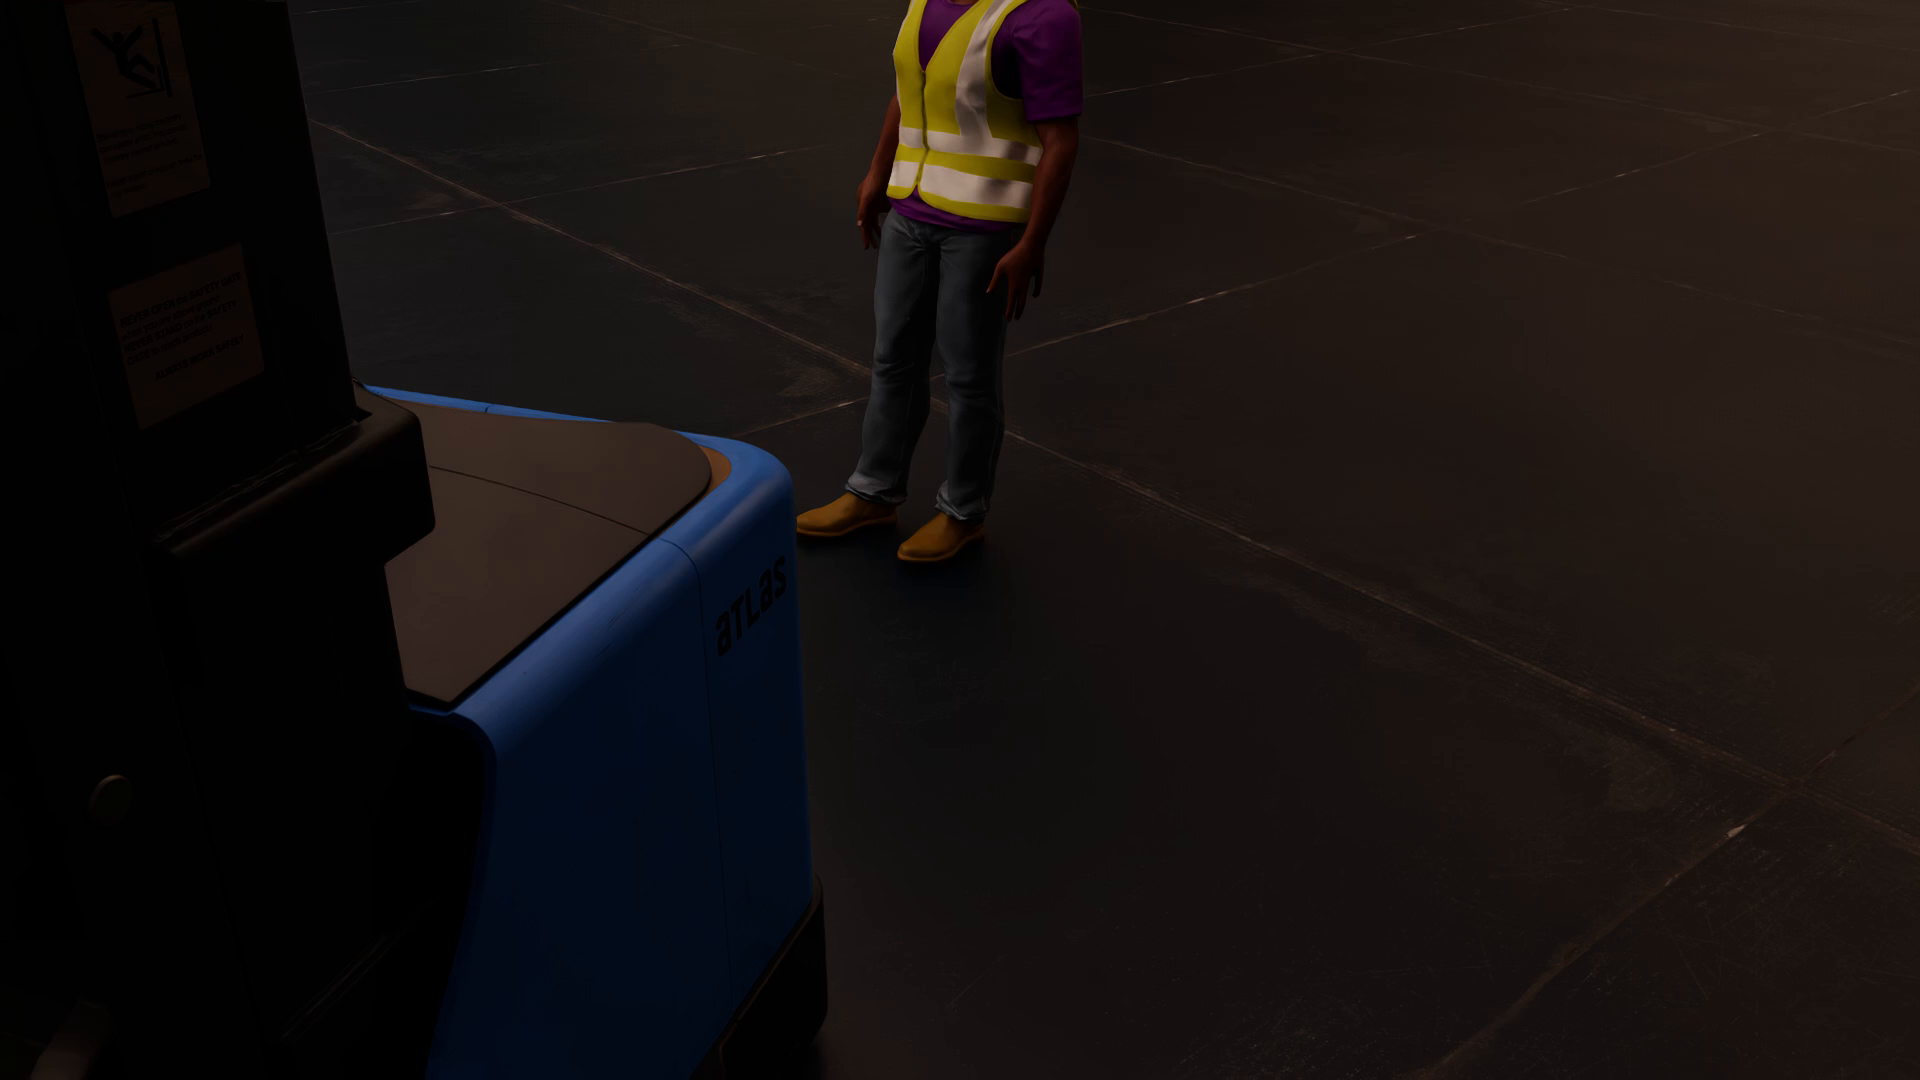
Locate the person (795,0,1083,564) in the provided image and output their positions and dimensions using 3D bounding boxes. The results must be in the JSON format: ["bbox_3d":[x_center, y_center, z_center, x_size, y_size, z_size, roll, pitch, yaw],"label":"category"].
[{"bbox_3d":[-0.057,-0.780,4.070,0.577,1.765,0.666,-20,33,-35],"label":"person"}]

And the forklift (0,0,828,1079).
[{"bbox_3d":[-1.199,0.056,1.089,1.130,2.935,3.031,9,28,18],"label":"forklift"}]
